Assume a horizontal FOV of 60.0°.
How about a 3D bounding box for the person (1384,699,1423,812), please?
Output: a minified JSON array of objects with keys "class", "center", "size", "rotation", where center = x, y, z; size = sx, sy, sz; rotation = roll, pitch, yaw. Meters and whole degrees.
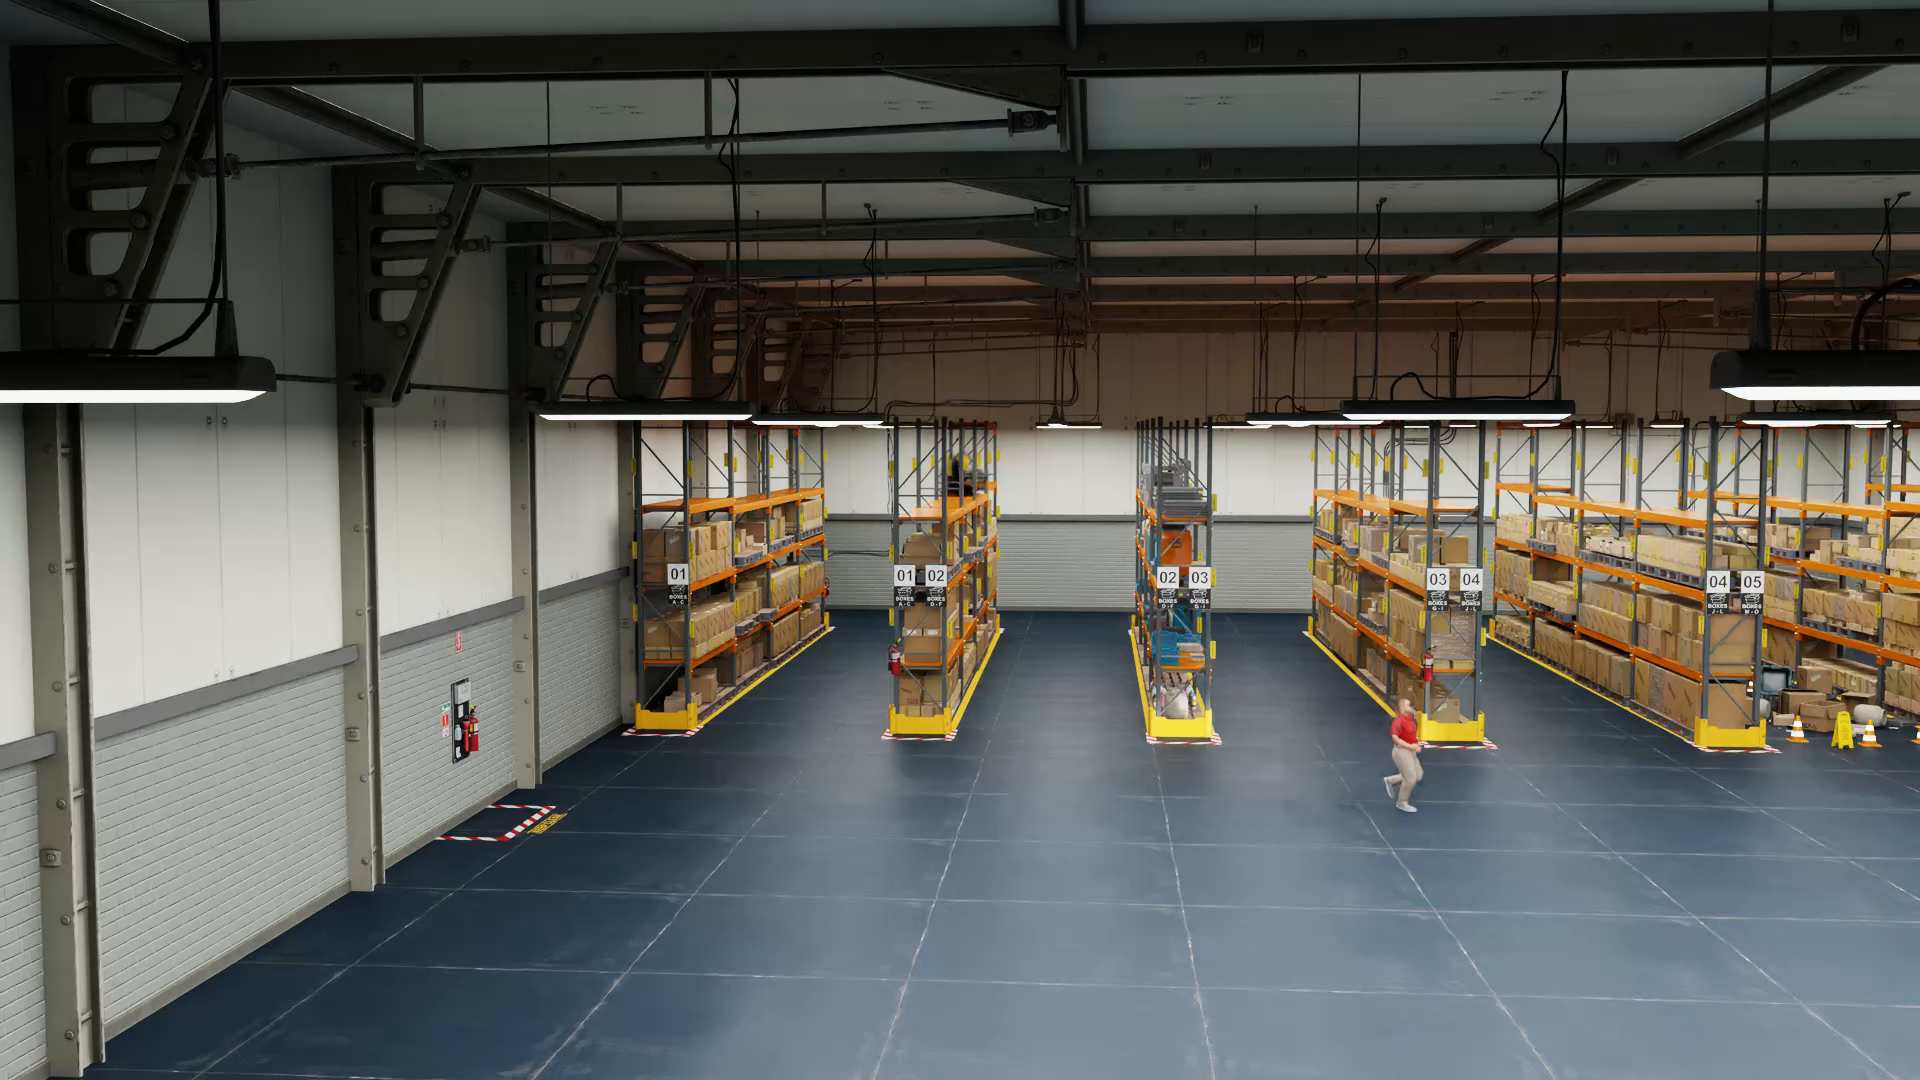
[{"class":"person","center":[6.717,3.245,25.195],"size":[0.627,1.692,0.697],"rotation":[2,4,32]}]
